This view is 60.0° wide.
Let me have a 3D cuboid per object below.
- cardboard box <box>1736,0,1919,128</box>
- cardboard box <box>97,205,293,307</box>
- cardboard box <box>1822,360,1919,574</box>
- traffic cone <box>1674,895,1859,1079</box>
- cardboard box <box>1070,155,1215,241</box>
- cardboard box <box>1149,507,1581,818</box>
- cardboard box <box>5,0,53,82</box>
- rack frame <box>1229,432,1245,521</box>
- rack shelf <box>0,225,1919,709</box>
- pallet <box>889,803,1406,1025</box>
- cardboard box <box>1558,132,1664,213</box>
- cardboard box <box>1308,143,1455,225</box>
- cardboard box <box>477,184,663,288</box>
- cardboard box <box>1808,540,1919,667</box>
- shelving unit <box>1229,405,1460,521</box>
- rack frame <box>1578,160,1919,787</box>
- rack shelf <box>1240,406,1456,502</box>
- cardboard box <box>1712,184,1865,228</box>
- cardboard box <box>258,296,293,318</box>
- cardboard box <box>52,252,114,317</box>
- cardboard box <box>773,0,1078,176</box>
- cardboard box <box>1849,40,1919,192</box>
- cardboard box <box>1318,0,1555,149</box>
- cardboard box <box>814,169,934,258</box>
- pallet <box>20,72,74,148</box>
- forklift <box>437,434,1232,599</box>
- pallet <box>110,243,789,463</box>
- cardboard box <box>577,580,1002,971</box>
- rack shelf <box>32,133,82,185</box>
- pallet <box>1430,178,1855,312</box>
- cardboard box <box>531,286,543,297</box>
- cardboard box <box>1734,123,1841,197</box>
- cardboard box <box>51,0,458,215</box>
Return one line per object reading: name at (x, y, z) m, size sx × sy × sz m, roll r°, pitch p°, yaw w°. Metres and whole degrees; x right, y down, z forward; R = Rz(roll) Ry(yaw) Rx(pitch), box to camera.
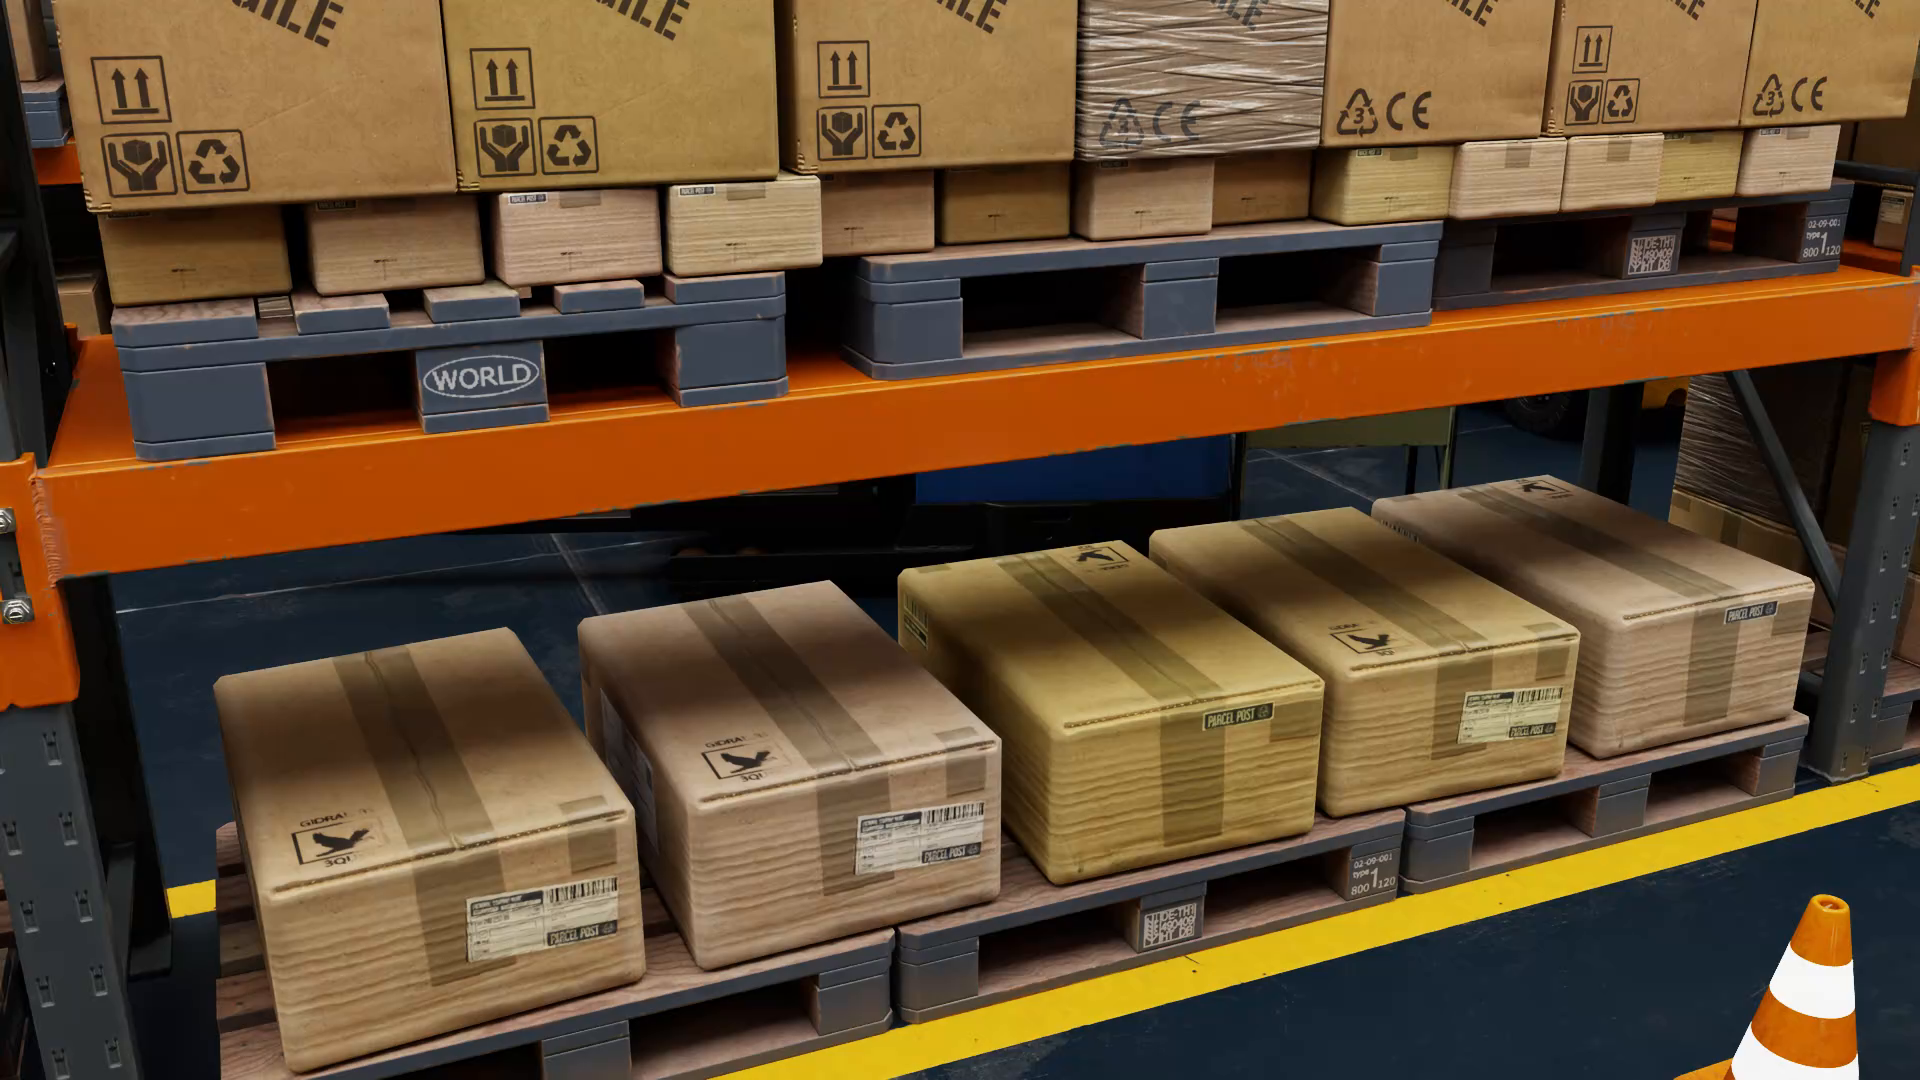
cardboard box at (1.749, -1.201, 3.686) m, size 0.500 × 0.500 × 0.500 m, roll -9°, pitch 21°, yaw -23°
cardboard box at (-1.218, -0.486, 2.631) m, size 0.250 × 0.149 × 0.380 m, roll -9°, pitch 22°, yaw -25°
cardboard box at (2.731, -0.197, 4.443) m, size 0.500 × 0.500 × 0.500 m, roll -7°, pitch 21°, yaw -19°
traffic cone at (1.498, 0.840, 2.939) m, size 0.334 × 0.463 × 0.336 m, roll -8°, pitch 21°, yaw -22°
cardboard box at (0.285, -0.684, 3.193) m, size 0.250 × 0.149 × 0.380 m, roll -7°, pitch 21°, yaw -20°
cardboard box at (0.943, 0.260, 4.091) m, size 0.625 × 0.372 × 0.950 m, roll -7°, pitch 21°, yaw -19°
cardboard box at (-4.094, -2.159, 6.853) m, size 0.500 × 0.500 × 0.500 m, roll -7°, pitch 21°, yaw -19°
rack frame at (0.935, -0.680, 5.695) m, size 0.023 × 1.500 × 0.400 m, roll -1°, pitch 19°, yaw -4°
rack shelf at (0.246, -0.344, 3.566) m, size 4.000 × 0.370 × 1.077 m, roll -8°, pitch 21°, yaw -22°
pallet at (0.246, 0.633, 3.905) m, size 1.213 × 0.211 × 1.003 m, roll -8°, pitch 21°, yaw -22°
cardboard box at (1.248, -0.800, 3.524) m, size 0.250 × 0.149 × 0.380 m, roll -9°, pitch 21°, yaw -23°
cardboard box at (0.777, -0.744, 3.366) m, size 0.250 × 0.149 × 0.380 m, roll -8°, pitch 21°, yaw -22°
cardboard box at (-0.676, -0.535, 2.770) m, size 0.250 × 0.149 × 0.380 m, roll -10°, pitch 22°, yaw -25°
cardboard box at (2.731, 0.157, 4.567) m, size 0.500 × 0.250 × 0.500 m, roll -9°, pitch 21°, yaw -24°
shelving unit at (1.300, -0.688, 5.718) m, size 0.755 × 1.500 × 0.431 m, roll -1°, pitch 19°, yaw -4°
rack frame at (2.082, -0.946, 4.194) m, size 0.127 × 3.000 × 1.000 m, roll -8°, pitch 21°, yaw -22°
rack shelf at (1.300, -0.381, 5.826) m, size 0.720 × 0.370 × 0.431 m, roll -1°, pitch 19°, yaw -4°
cardboard box at (2.257, -0.963, 4.619) m, size 0.250 × 0.149 × 0.380 m, roll -8°, pitch 21°, yaw -22°
cardboard box at (-2.982, -1.089, 7.543) m, size 0.625 × 0.625 × 0.875 m, roll -7°, pitch 21°, yaw -20°
cardboard box at (-4.058, -0.983, 7.427) m, size 0.500 × 0.500 × 0.500 m, roll -7°, pitch 21°, yaw -20°
cardboard box at (-0.125, -0.937, 2.936) m, size 0.500 × 0.500 × 0.500 m, roll -8°, pitch 21°, yaw -21°
cardboard box at (2.597, -1.107, 4.051) m, size 0.500 × 0.500 × 0.500 m, roll -8°, pitch 21°, yaw -22°
cardboard box at (0.818, -1.070, 3.313) m, size 0.500 × 0.500 × 0.500 m, roll -7°, pitch 21°, yaw -20°
cardboard box at (-0.225, -0.620, 3.013) m, size 0.250 × 0.149 × 0.380 m, roll -7°, pitch 21°, yaw -19°
pallet at (-4.154, -1.732, 6.715) m, size 1.003 × 0.211 × 1.213 m, roll -8°, pitch 21°, yaw -22°
forklift at (-0.629, -1.369, 5.496) m, size 3.031 × 2.935 × 1.130 m, roll -1°, pitch 19°, yaw -4°
pallet at (-0.978, -0.456, 3.089) m, size 1.003 × 0.211 × 1.213 m, roll -8°, pitch 21°, yaw -22°
cardboard box at (-0.393, 0.450, 3.551) m, size 0.625 × 0.372 × 0.950 m, roll -9°, pitch 21°, yaw -23°
rack shelf at (-5.396, -1.331, 6.369) m, size 4.000 × 0.370 × 1.077 m, roll -8°, pitch 21°, yaw -22°
pallet at (1.323, -0.800, 4.066) m, size 1.213 × 0.211 × 1.003 m, roll -8°, pitch 21°, yaw -22°
cardboard box at (-1.767, -1.266, 8.045) m, size 0.625 × 0.625 × 0.875 m, roll -9°, pitch 21°, yaw -24°
cardboard box at (1.719, -0.874, 3.734) m, size 0.250 × 0.149 × 0.380 m, roll -8°, pitch 21°, yaw -21°
cardboard box at (-1.085, -0.794, 2.531) m, size 0.500 × 0.500 × 0.500 m, roll -9°, pitch 21°, yaw -23°
